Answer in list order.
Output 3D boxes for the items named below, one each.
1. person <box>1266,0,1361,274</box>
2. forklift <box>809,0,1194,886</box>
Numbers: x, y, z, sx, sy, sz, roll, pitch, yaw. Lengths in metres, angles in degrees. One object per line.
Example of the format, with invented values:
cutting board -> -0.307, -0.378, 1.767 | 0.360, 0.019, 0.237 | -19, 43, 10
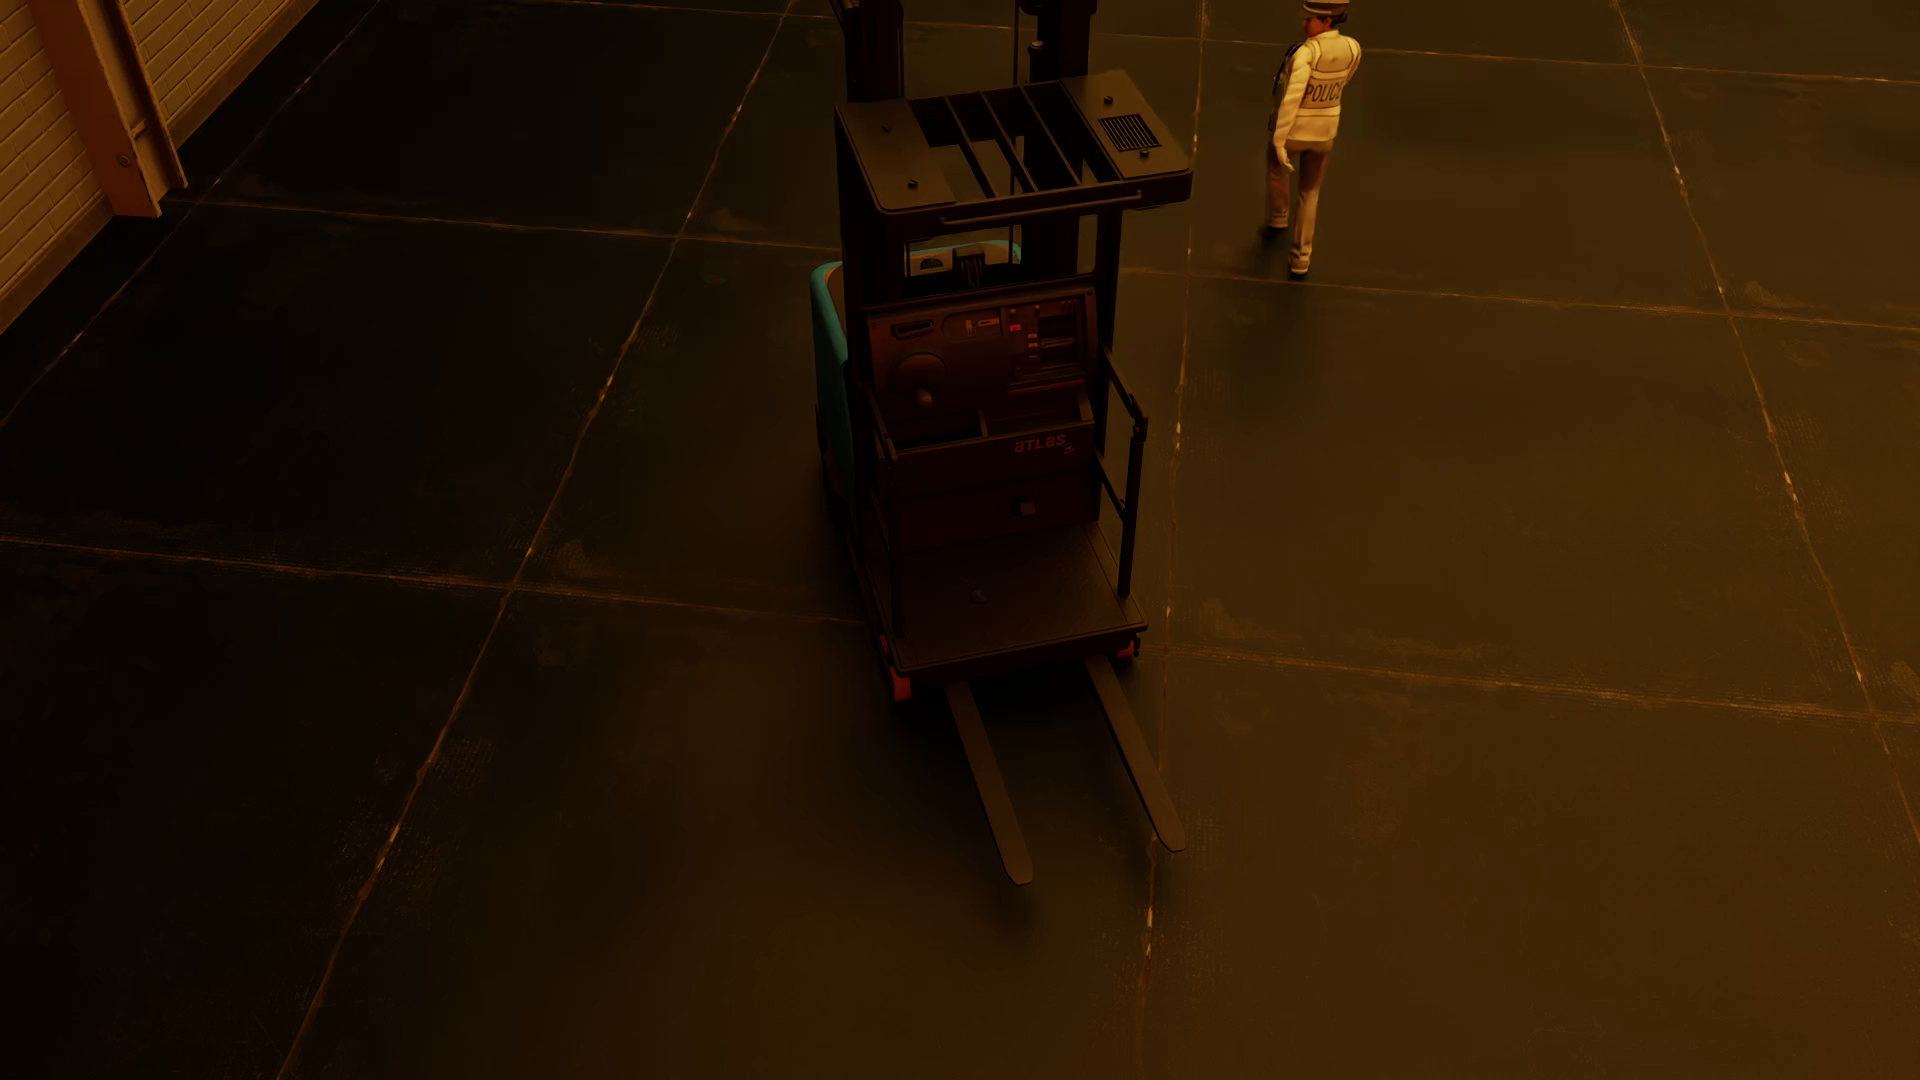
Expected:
person -> 1.904, -2.262, 9.207 | 0.527, 1.644, 0.849 | -3, 43, -3
forklift -> 0.153, -0.681, 6.465 | 1.130, 2.935, 3.031 | -10, 44, -11
